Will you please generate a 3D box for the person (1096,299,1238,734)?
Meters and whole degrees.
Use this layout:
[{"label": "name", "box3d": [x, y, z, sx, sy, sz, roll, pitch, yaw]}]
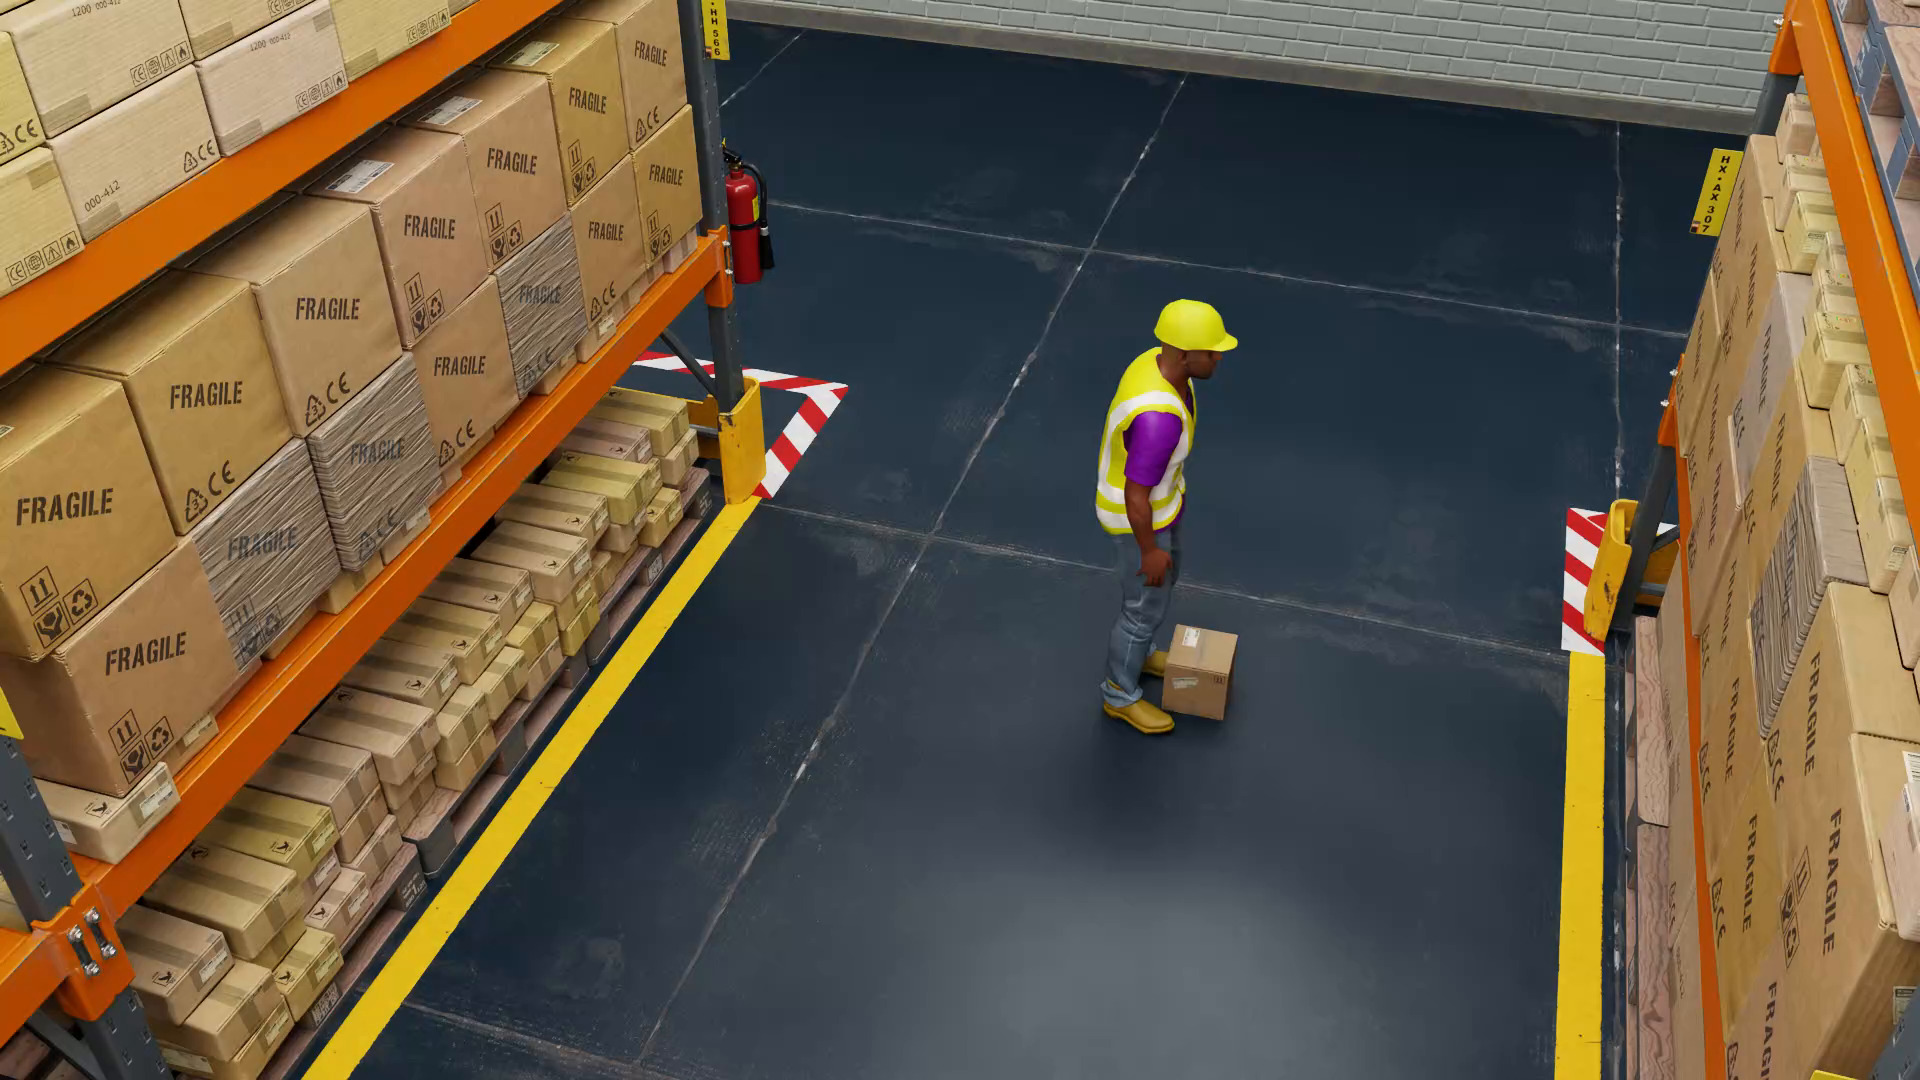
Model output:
[{"label": "person", "box3d": [0.746, -0.114, 6.287, 0.452, 1.760, 0.635, 9, 38, 11]}]
